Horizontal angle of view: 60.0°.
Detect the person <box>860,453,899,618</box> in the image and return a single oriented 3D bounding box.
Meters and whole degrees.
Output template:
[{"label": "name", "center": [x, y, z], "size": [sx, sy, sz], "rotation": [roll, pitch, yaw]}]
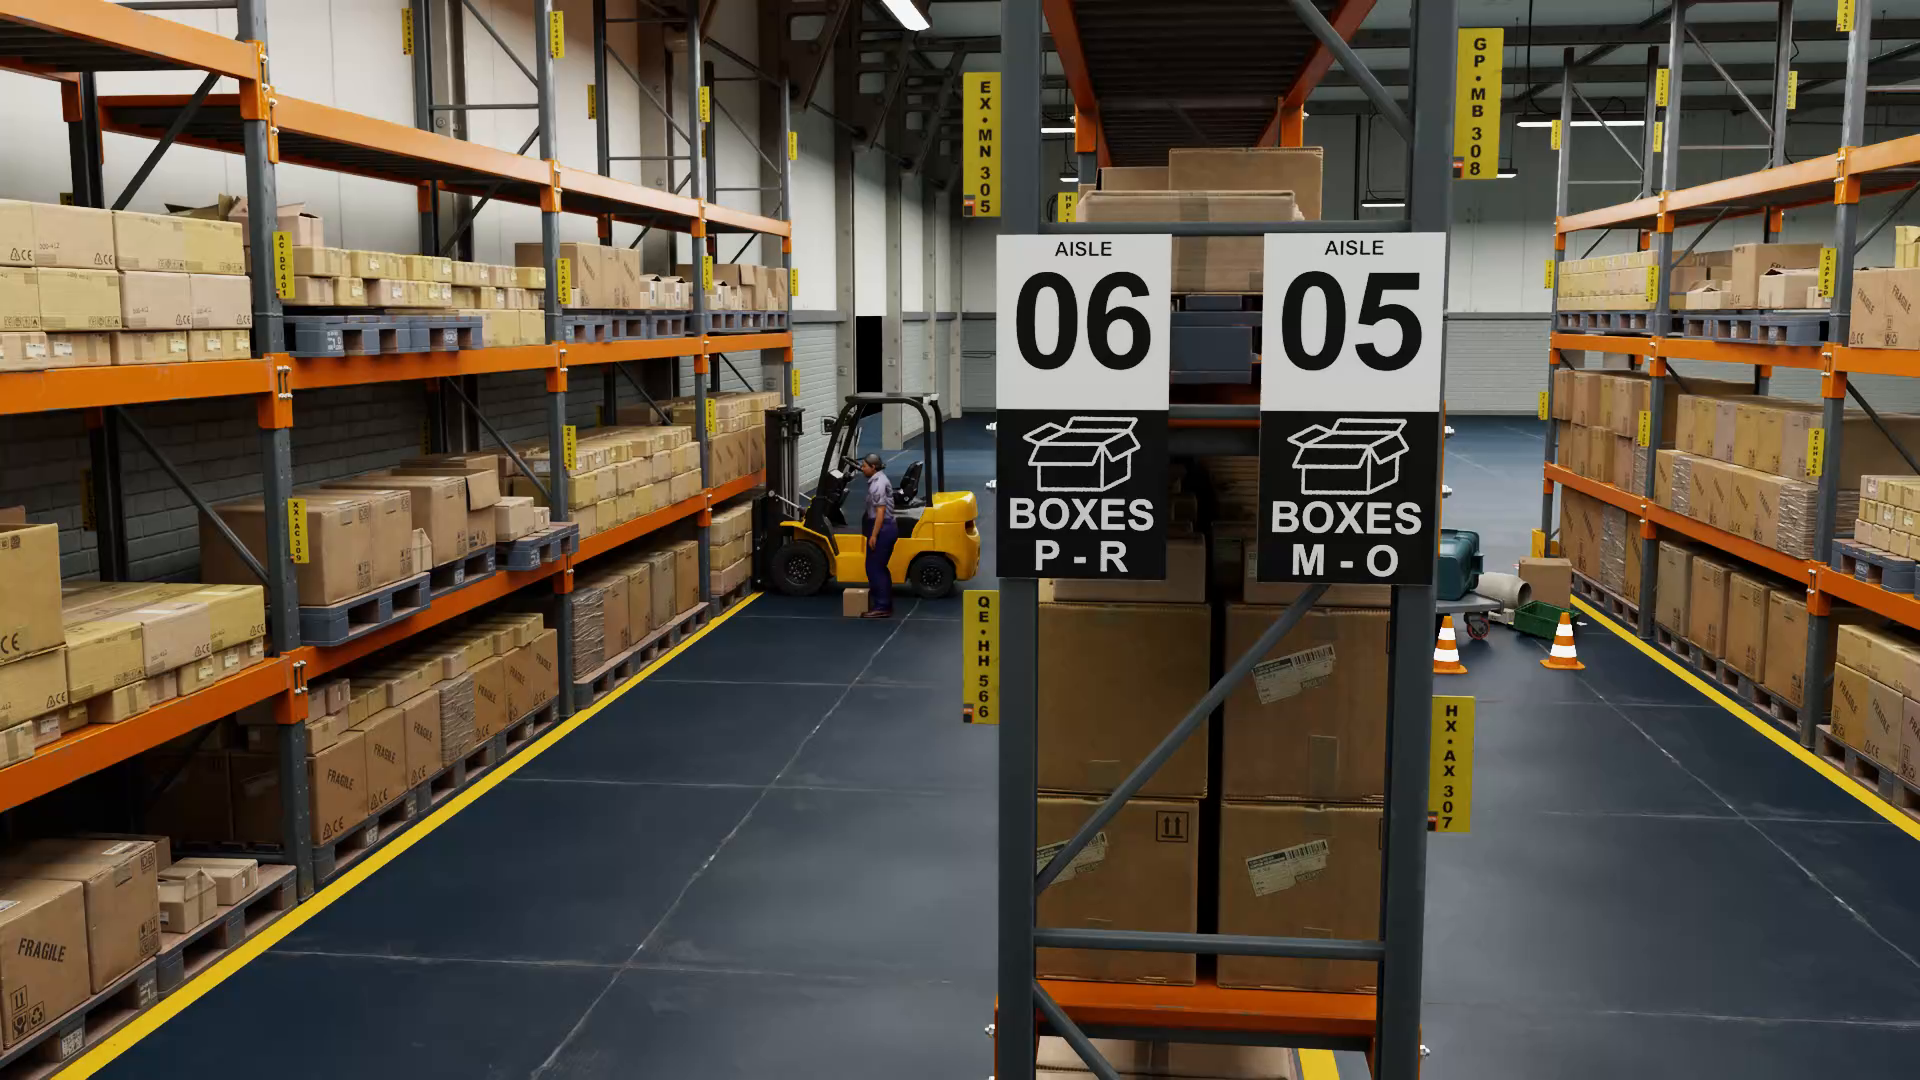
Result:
[{"label": "person", "center": [-0.811, -0.057, 16.747], "size": [0.368, 1.653, 0.563], "rotation": [0, 8, 3]}]
